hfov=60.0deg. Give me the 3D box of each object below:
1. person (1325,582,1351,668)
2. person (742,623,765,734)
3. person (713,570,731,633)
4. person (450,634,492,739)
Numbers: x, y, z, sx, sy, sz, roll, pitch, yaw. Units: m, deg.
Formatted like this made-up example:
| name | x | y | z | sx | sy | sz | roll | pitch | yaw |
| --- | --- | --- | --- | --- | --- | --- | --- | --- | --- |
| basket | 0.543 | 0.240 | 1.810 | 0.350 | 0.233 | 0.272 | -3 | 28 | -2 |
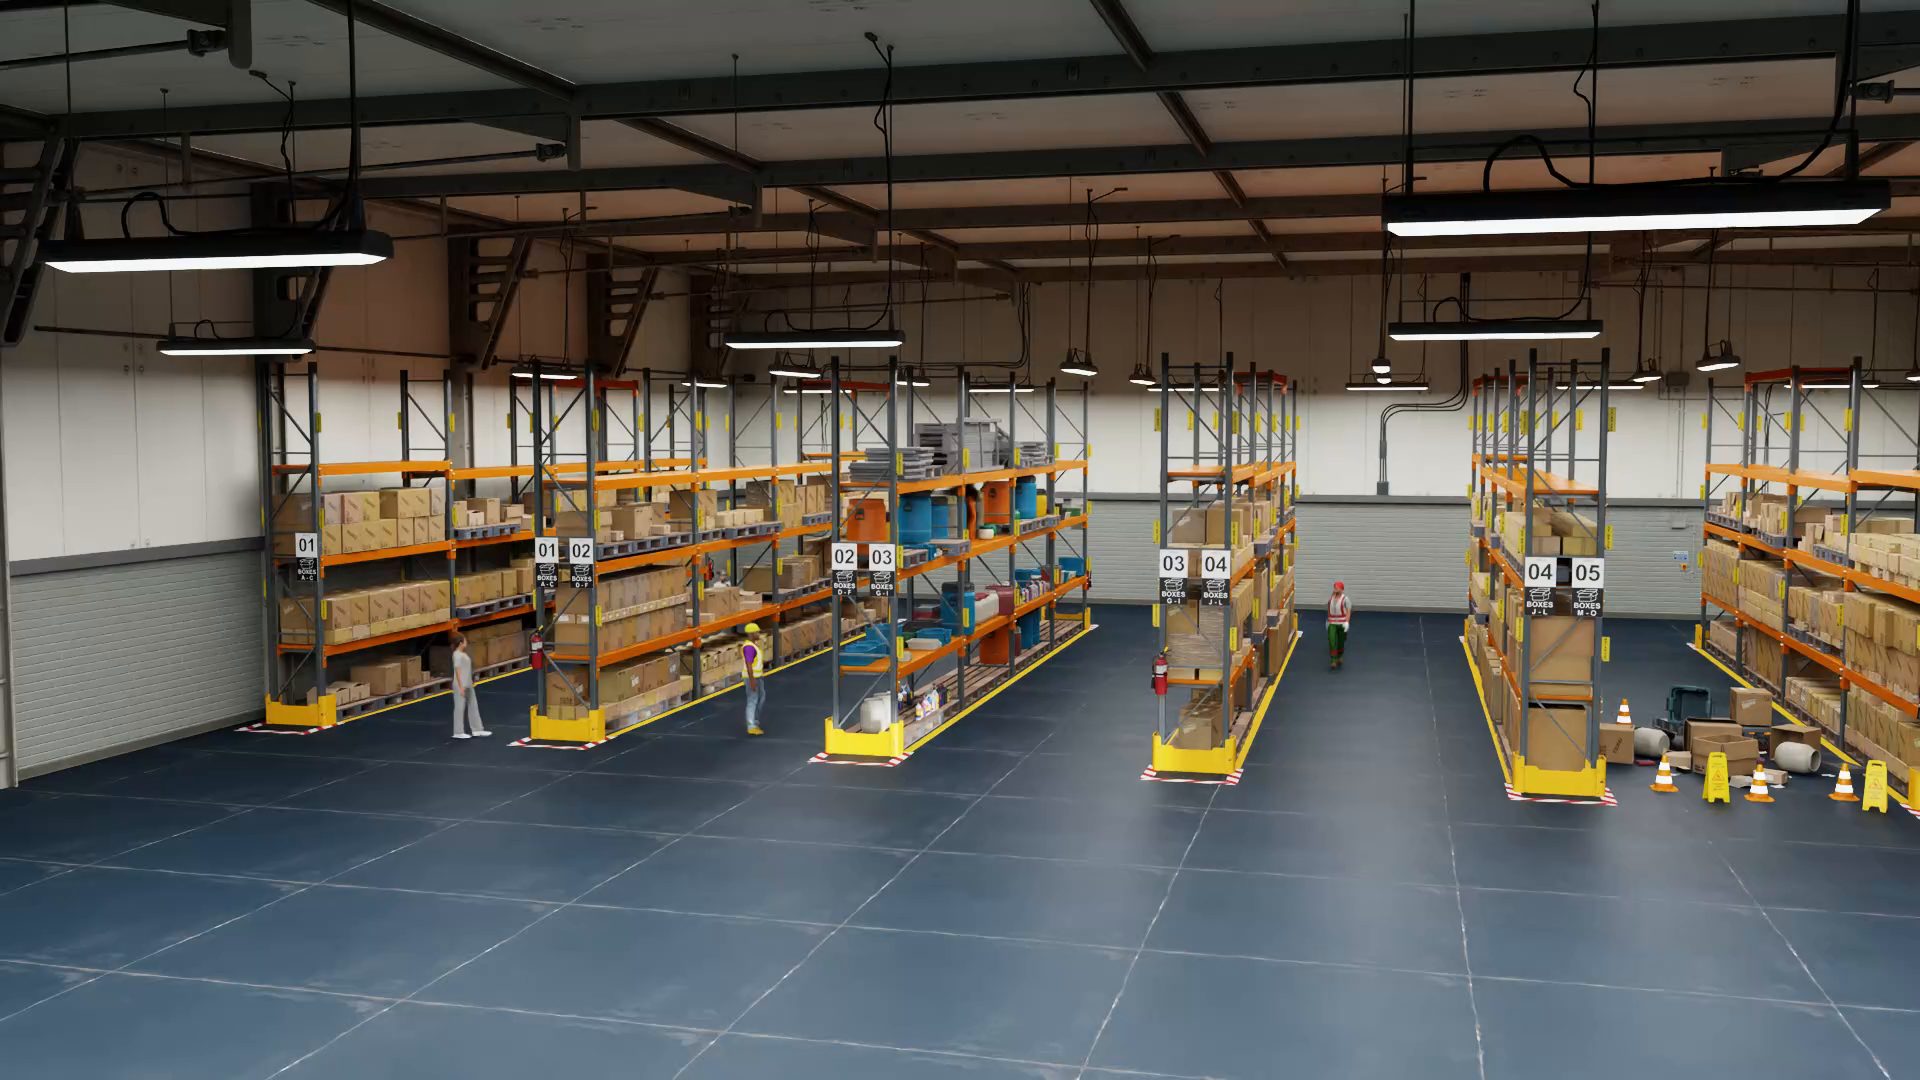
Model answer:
| name | x | y | z | sx | sy | sz | roll | pitch | yaw |
| --- | --- | --- | --- | --- | --- | --- | --- | --- | --- |
| person | 7.760 | 1.725 | 34.119 | 0.510 | 1.741 | 1.052 | 1 | 4 | 11 |
| person | -3.332 | 2.268 | 26.872 | 0.402 | 1.843 | 0.631 | 0 | 4 | 6 |
| person | -5.460 | 1.493 | 38.157 | 0.455 | 1.643 | 0.947 | 1 | 4 | 9 |
| person | -7.794 | 2.318 | 26.411 | 0.559 | 1.672 | 0.515 | 0 | 4 | 7 |
